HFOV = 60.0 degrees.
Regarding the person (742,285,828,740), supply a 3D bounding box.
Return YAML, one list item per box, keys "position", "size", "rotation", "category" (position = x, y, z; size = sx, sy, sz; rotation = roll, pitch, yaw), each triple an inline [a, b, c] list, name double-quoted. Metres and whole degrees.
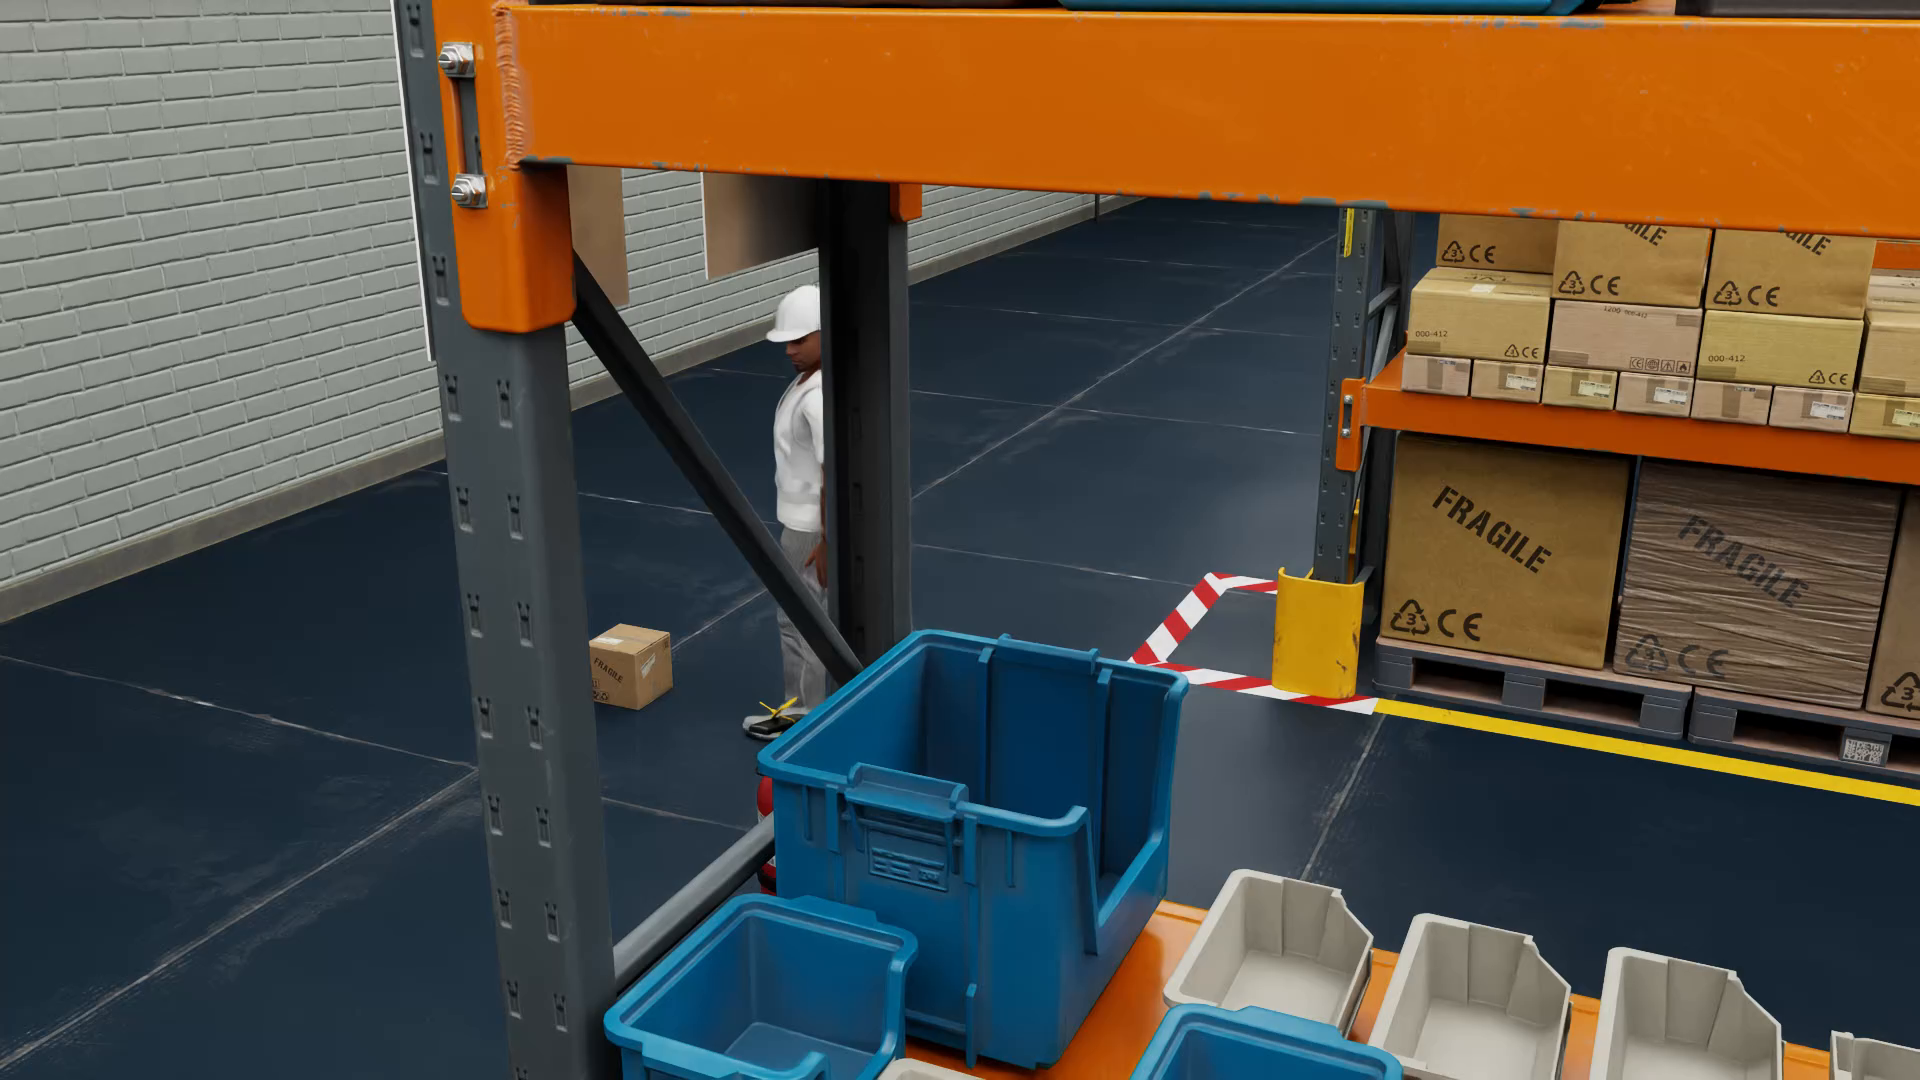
- position: [-0.489, -0.077, 6.215]
  size: [0.727, 1.761, 0.582]
  rotation: [1, 19, 3]
  category: "person"
